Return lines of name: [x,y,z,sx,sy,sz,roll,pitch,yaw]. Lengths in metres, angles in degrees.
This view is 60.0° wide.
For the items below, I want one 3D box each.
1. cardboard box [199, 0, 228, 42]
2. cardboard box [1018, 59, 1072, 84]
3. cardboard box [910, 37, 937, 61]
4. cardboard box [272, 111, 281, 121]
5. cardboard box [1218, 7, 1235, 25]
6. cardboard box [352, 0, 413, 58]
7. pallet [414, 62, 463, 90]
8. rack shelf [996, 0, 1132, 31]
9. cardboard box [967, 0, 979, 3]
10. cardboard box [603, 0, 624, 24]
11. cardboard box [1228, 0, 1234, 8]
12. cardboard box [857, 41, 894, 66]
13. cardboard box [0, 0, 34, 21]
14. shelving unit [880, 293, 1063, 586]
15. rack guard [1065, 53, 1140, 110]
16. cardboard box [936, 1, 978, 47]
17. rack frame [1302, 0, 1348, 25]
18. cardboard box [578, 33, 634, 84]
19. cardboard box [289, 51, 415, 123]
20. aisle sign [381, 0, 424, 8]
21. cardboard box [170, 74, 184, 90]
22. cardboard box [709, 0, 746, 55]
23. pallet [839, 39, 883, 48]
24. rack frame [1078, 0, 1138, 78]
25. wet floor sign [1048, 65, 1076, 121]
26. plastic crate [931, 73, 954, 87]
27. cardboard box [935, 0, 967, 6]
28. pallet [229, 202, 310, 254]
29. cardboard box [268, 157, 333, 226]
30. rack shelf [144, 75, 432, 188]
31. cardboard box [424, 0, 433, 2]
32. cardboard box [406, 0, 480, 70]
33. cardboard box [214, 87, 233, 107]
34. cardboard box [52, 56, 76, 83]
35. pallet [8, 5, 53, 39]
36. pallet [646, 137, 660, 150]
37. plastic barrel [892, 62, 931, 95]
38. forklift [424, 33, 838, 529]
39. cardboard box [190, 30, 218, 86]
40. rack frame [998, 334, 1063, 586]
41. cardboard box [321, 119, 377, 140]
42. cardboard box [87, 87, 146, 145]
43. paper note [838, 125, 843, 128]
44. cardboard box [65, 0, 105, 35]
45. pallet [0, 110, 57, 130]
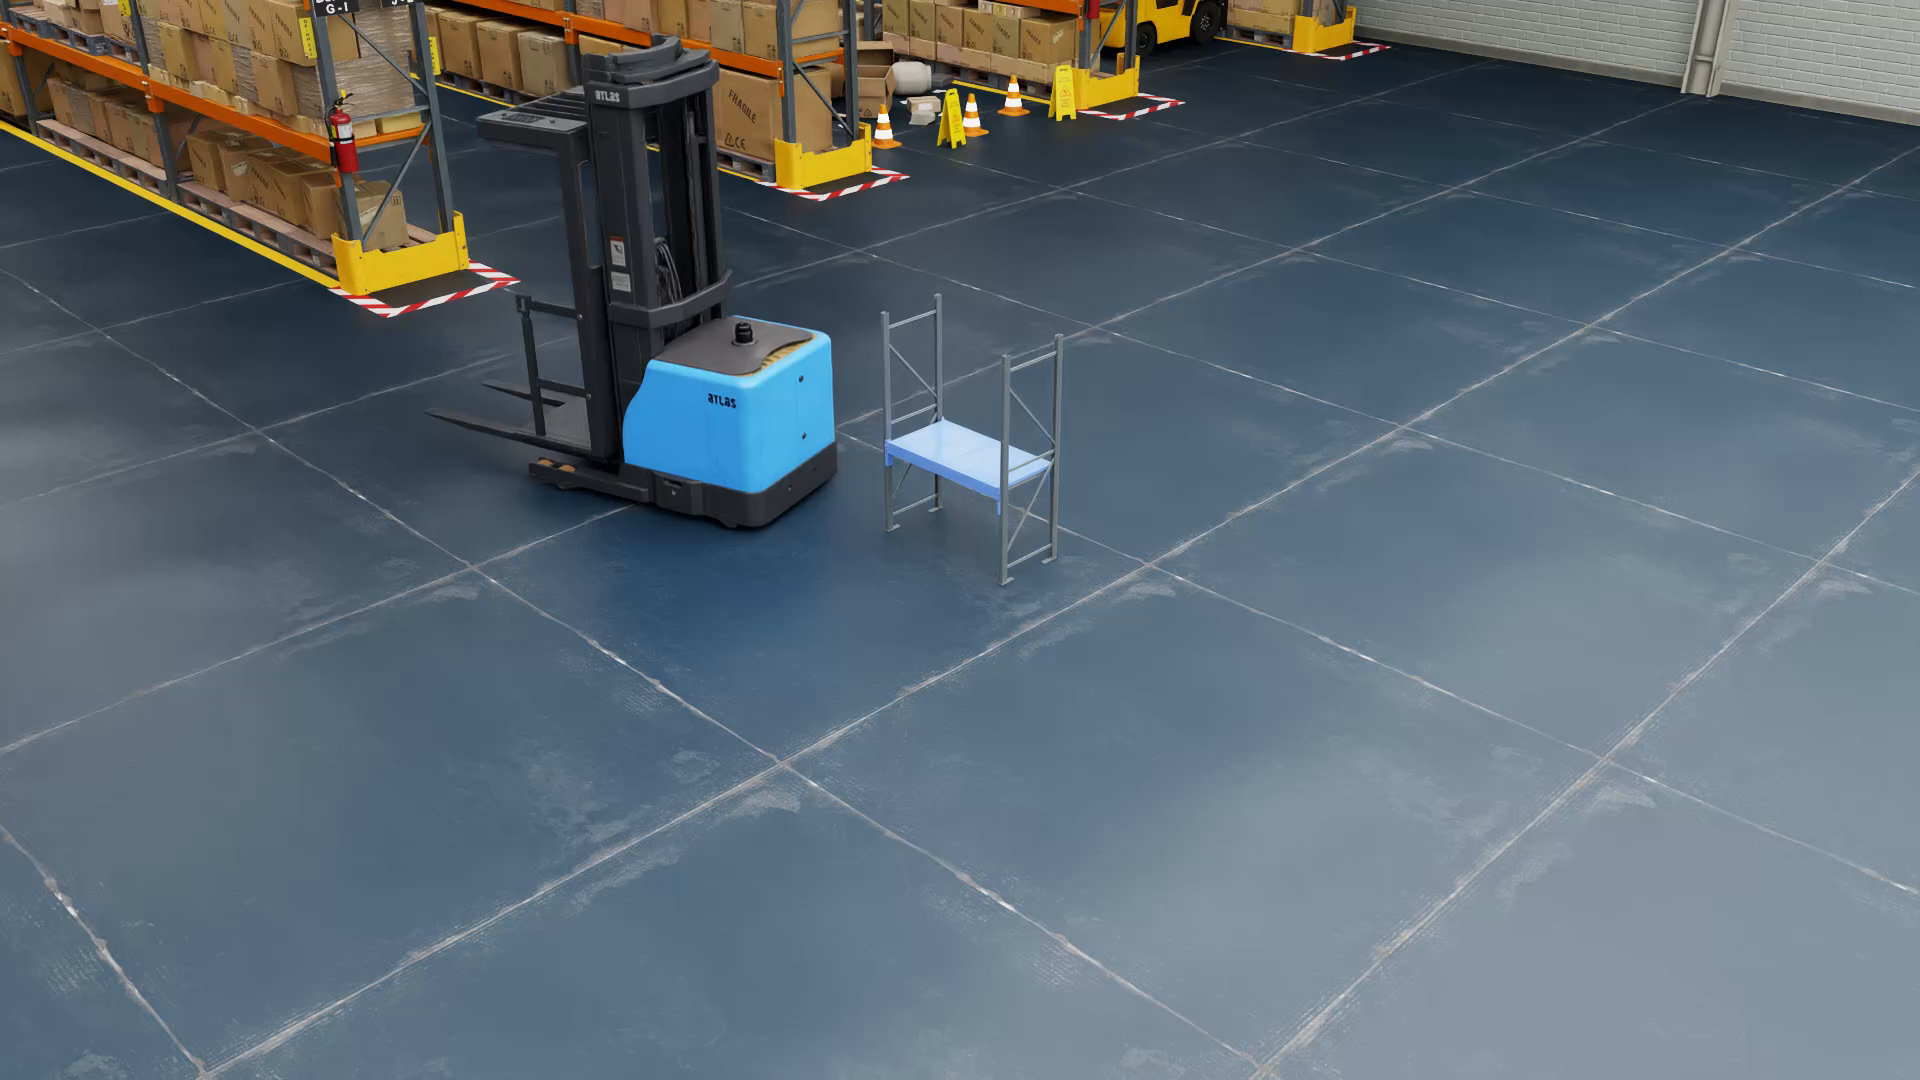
cardboard box: [-6.690,-4.937,15.408,0.500,0.500,0.500,25,36,38]
cardboard box: [1.107,-6.170,21.758,0.500,0.250,0.500,24,36,38]
cardboard box: [-0.343,-6.840,23.032,0.500,0.250,0.500,-23,35,-36]
cardboard box: [-6.116,-3.972,15.343,0.250,0.149,0.380,25,36,38]
cardboard box: [4.111,-8.016,25.269,0.500,0.250,0.500,-25,37,-39]
cardboard box: [-5.260,-4.618,14.802,0.500,0.500,0.500,25,36,38]
pallet: [-6.705,-6.437,22.758,1.213,0.211,1.003,25,36,38]
rack shelf: [0.463,-7.353,22.277,4.000,0.370,1.077,25,36,38]
cardboard box: [0.375,-7.189,22.890,0.500,0.500,0.500,-23,35,-37]
cardboard box: [-3.682,-6.426,19.581,0.550,0.550,0.875,25,36,38]
cardboard box: [4.067,-8.241,25.159,0.500,0.250,0.500,24,36,37]
cardboard box: [-1.153,-6.417,22.408,0.500,0.500,0.500,-3,28,-5]
cardboard box: [-11.289,-6.463,19.705,0.500,0.500,0.500,-24,36,-38]
shelving unit: [0.061,-0.636,10.341,1.048,1.500,0.538,25,36,38]
rack guard: [1.835,-5.937,21.498,0.348,0.500,1.175,25,36,38]
cardboard box: [0.027,-7.002,22.534,0.500,0.500,0.500,-23,35,-37]
rack frame: [5.366,-8.667,24.004,0.127,3.000,1.000,25,36,38]
cardboard box: [-3.962,-5.665,20.126,0.875,0.875,0.875,-25,36,-38]
cardboard box: [-5.432,-4.094,14.880,0.500,0.500,0.875,25,36,38]
aisle sign: [-4.804,-4.960,14.160,0.004,0.787,0.394,25,36,38]
cardboard box: [-7.602,-4.596,16.530,0.250,0.149,0.380,25,36,38]
cardboard box: [-2.213,-5.688,18.176,0.550,0.550,0.875,25,36,38]
pallet: [-1.520,-7.343,24.482,1.213,0.211,1.003,25,36,38]
rack frame: [1.889,-7.019,20.869,0.127,3.000,1.000,25,36,38]
wet floor sign: [1.274,-5.560,20.623,0.267,0.644,0.232,-13,30,-22]
plastic crate: [-0.419,-6.247,22.538,0.583,0.080,0.402,12,30,22]
cardboard box: [-0.123,-7.315,22.433,0.380,0.149,0.250,-23,35,-36]
pallet: [-6.533,-3.195,16.594,1.213,0.211,1.003,25,36,38]
cardboard box: [-6.376,-3.413,16.246,0.500,0.500,0.500,-21,34,-35]
rack shelf: [-6.485,-4.064,16.023,4.000,0.370,1.077,25,36,38]
cardboard box: [-7.536,-7.670,23.536,0.500,0.250,0.500,23,35,36]
cardboard box: [-6.843,-6.915,22.637,0.750,0.750,1.050,24,36,38]
cardboard box: [-6.890,-4.269,15.909,0.250,0.149,0.380,25,36,38]
cardboard box: [-10.265,-5.552,19.486,0.500,0.250,0.500,-24,36,-37]
pallet: [-10.181,-6.058,19.248,1.003,0.211,1.213,25,36,38]
pallet: [-3.000,-4.742,19.535,1.213,0.211,1.003,25,36,38]
plastic barrel: [-0.645,-6.050,21.794,0.512,0.421,0.421,-3,28,-5]
forklift: [-2.391,-1.844,11.101,3.031,2.935,1.130,14,31,24]
cardboard box: [-6.875,-4.739,16.106,0.500,0.500,0.875,25,36,38]
rack frame: [0.423,-0.470,10.026,0.032,1.500,0.500,25,36,38]
cardboard box: [-5.407,-3.643,14.719,0.250,0.149,0.380,25,36,38]
cardboard box: [-9.458,-4.857,18.971,0.700,0.500,0.500,-22,35,-35]
paper note: [-1.408,-5.090,20.392,0.144,0.017,0.142,-13,30,-22]
cardboard box: [-9.212,-5.802,17.992,0.797,0.503,0.637,-21,34,-34]
pallet: [-11.273,-5.388,20.764,1.213,0.211,1.003,25,36,38]
